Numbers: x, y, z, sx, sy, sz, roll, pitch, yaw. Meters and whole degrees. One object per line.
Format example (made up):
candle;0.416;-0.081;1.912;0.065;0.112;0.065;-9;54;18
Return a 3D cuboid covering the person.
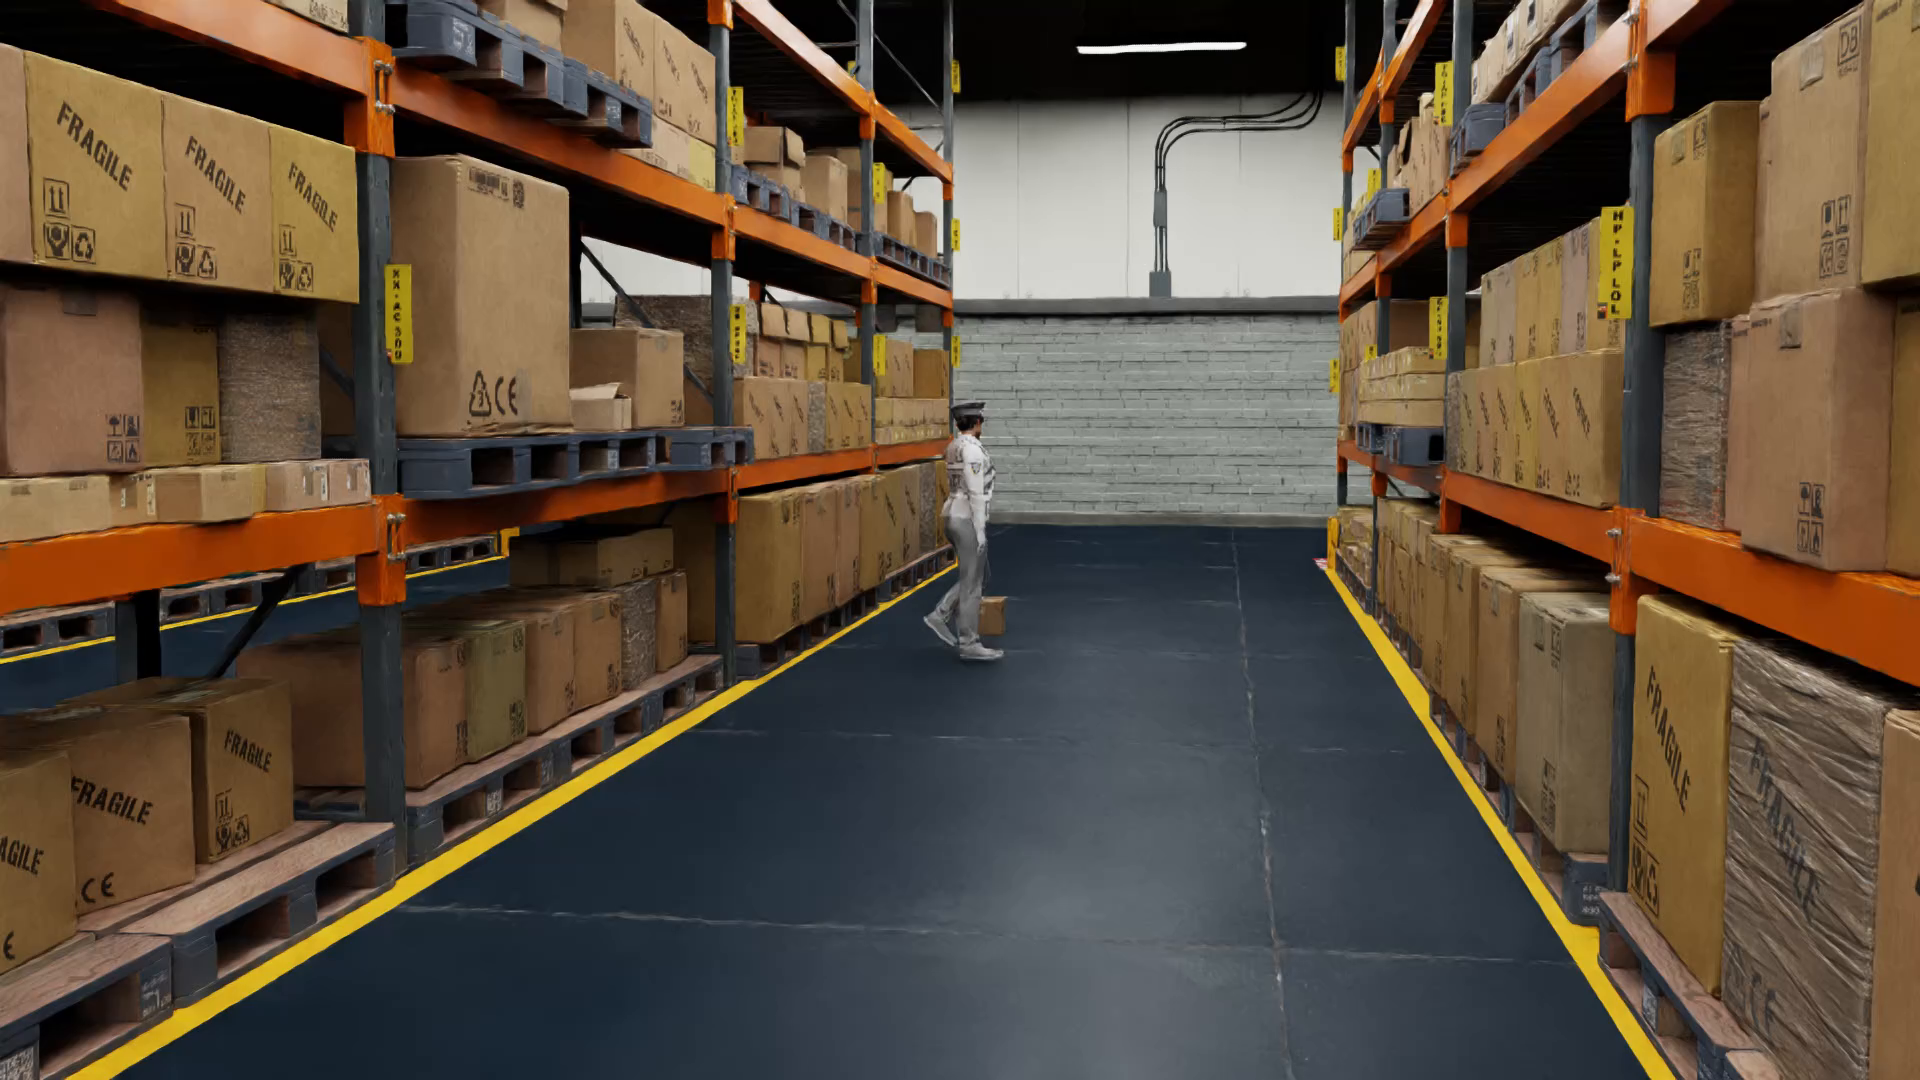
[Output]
person;0.020;-0.075;10.693;0.438;1.647;0.552;-1;5;-15
